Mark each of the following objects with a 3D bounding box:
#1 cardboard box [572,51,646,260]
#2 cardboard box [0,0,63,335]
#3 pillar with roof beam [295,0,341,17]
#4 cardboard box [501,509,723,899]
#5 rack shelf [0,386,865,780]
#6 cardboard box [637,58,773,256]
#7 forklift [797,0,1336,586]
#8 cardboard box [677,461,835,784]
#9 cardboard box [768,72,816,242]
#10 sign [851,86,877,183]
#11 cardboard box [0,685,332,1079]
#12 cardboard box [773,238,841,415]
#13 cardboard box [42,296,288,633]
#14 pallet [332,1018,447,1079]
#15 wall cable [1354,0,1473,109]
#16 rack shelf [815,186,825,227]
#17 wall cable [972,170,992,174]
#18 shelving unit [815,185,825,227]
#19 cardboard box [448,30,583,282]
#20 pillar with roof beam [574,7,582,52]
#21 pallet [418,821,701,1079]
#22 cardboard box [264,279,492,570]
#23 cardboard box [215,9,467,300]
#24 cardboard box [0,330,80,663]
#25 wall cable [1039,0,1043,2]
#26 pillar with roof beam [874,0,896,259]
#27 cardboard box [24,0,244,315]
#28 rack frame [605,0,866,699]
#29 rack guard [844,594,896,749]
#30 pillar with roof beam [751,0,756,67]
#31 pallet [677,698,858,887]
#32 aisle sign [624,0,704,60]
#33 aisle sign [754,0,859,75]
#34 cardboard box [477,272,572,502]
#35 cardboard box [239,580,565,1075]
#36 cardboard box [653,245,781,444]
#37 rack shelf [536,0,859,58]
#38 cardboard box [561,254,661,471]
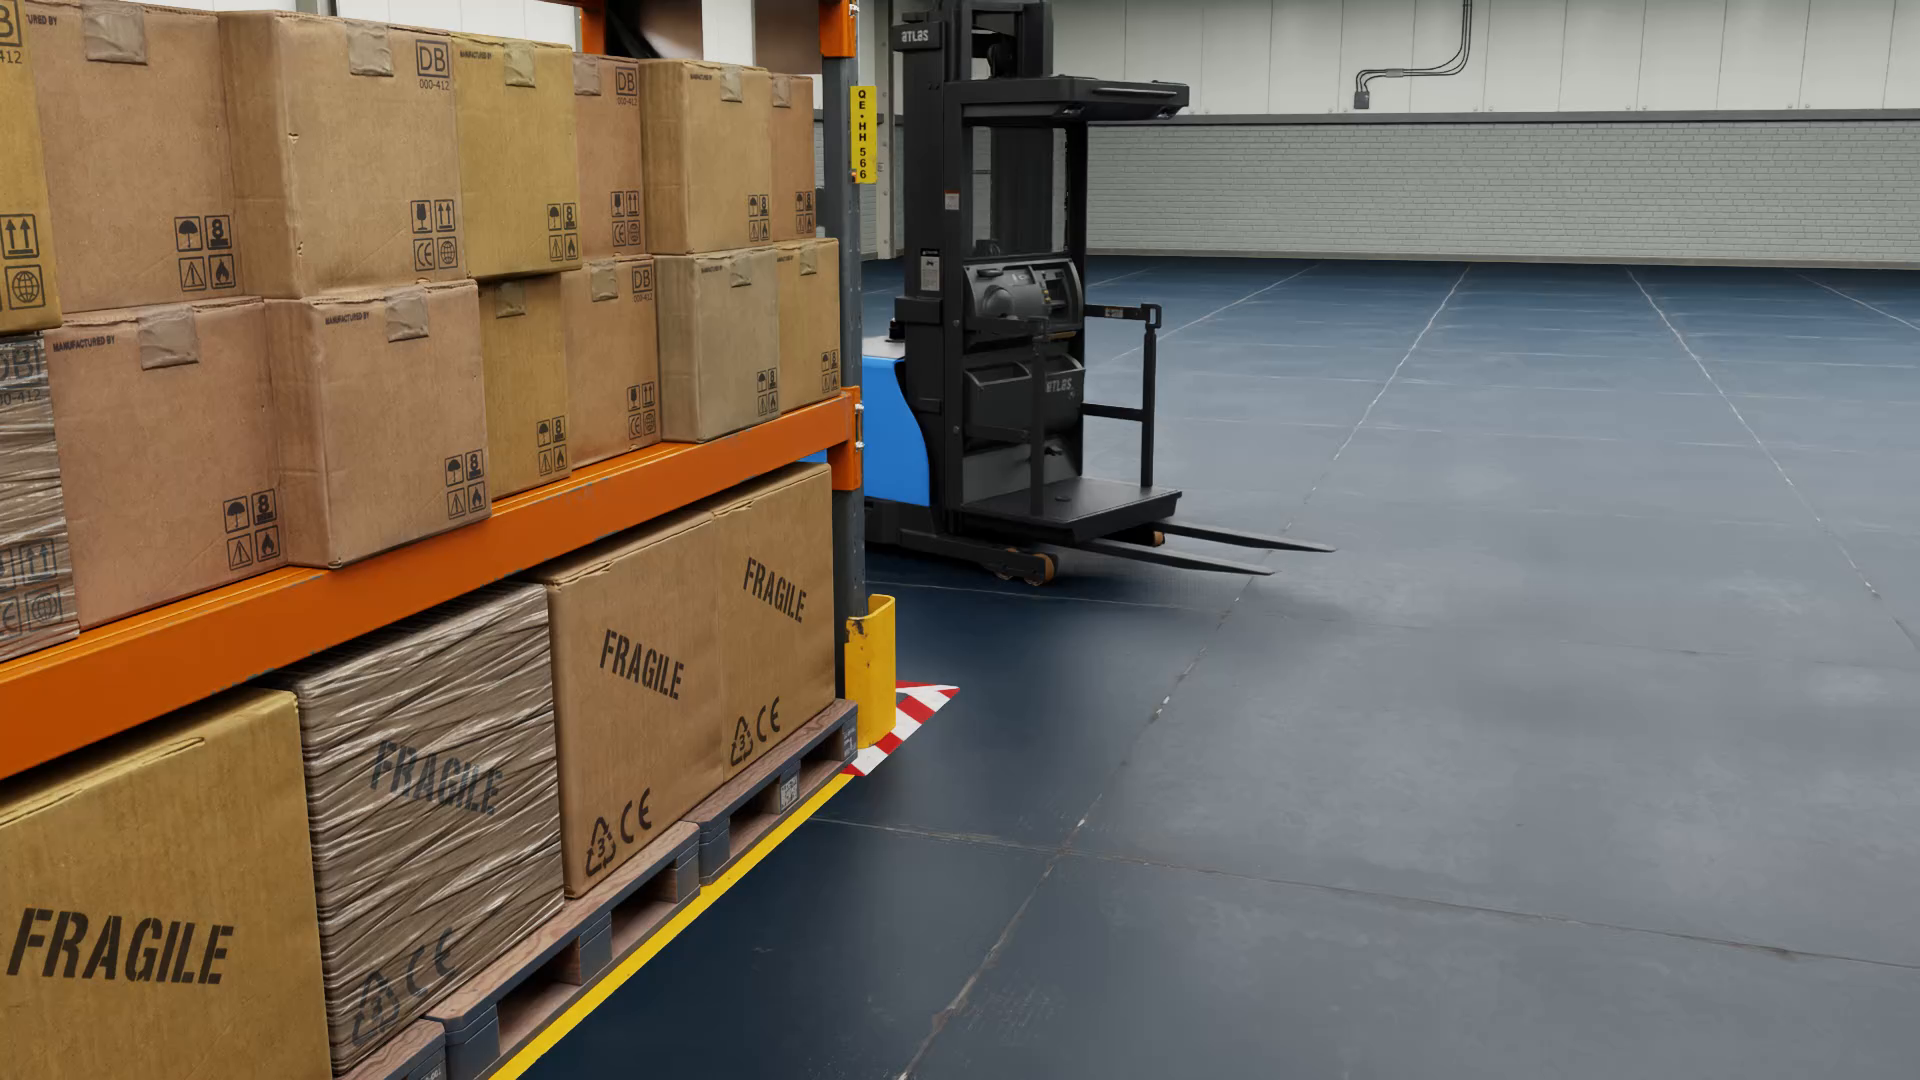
[{"bbox_3d":[-1.401,-1.055,4.607,0.875,0.550,0.550,4,14,18],"label":"cardboard box"},{"bbox_3d":[-1.986,-0.594,2.587,0.875,0.550,0.550,4,14,18],"label":"cardboard box"},{"bbox_3d":[-3.380,-6.513,17.801,9.100,9.000,0.400,4,14,18],"label":"pillar with roof beam"},{"bbox_3d":[-1.284,0.402,4.815,0.875,0.875,0.875,4,13,18],"label":"cardboard box"},{"bbox_3d":[-1.491,0.010,4.319,1.077,0.370,4.000,4,14,18],"label":"rack shelf"},{"bbox_3d":[-1.091,-1.163,5.081,0.875,0.550,0.550,4,14,18],"label":"cardboard box"},{"bbox_3d":[0.505,-1.326,8.712,3.031,2.935,1.130,11,17,39],"label":"forklift"},{"bbox_3d":[-1.001,0.217,5.627,0.875,0.875,0.875,4,14,19],"label":"cardboard box"},{"bbox_3d":[-1.001,-1.286,5.617,0.875,0.550,0.550,4,14,18],"label":"cardboard box"},{"bbox_3d":[-0.335,-1.400,5.745,0.100,0.325,0.005,4,14,18],"label":"sign"},{"bbox_3d":[-1.869,0.784,3.142,0.875,0.875,0.875,5,14,19],"label":"cardboard box"},{"bbox_3d":[-0.921,-0.753,5.711,0.875,0.550,0.550,4,14,18],"label":"cardboard box"},{"bbox_3d":[-1.874,-0.189,3.236,0.875,0.550,0.550,4,14,18],"label":"cardboard box"},{"bbox_3d":[-1.818,1.286,3.381,1.003,0.211,1.213,4,14,18],"label":"pallet"},{"bbox_3d":[9.552,-12.109,34.676,2.305,6.003,0.169,4,14,18],"label":"wall cable"},{"bbox_3d":[-0.947,-1.823,9.660,0.431,0.518,0.480,9,16,38],"label":"rack shelf"},{"bbox_3d":[0.575,-9.624,38.410,3.097,2.526,0.112,4,14,18],"label":"wall cable"},{"bbox_3d":[-0.941,-1.153,9.807,0.431,2.100,0.503,9,16,38],"label":"shelving unit"},{"bbox_3d":[-1.450,-0.934,4.077,0.875,0.550,0.500,4,14,18],"label":"cardboard box"},{"bbox_3d":[-1.439,-7.776,23.336,9.100,9.000,0.400,4,14,18],"label":"pillar with roof beam"},{"bbox_3d":[-1.425,1.028,4.510,1.003,0.211,1.213,4,14,18],"label":"pallet"},{"bbox_3d":[-1.588,-0.294,3.697,0.875,0.550,0.550,4,14,18],"label":"cardboard box"},{"bbox_3d":[-1.614,-0.822,3.586,0.875,0.550,0.550,4,14,18],"label":"cardboard box"},{"bbox_3d":[-2.030,-0.071,2.722,0.875,0.550,0.550,4,14,18],"label":"cardboard box"},{"bbox_3d":[3.134,-11.892,36.994,3.097,2.526,0.112,4,14,18],"label":"wall cable"},{"bbox_3d":[2.444,-10.303,34.406,9.100,9.000,0.400,4,14,18],"label":"pillar with roof beam"},{"bbox_3d":[-1.918,-0.718,3.131,0.875,0.550,0.550,4,14,18],"label":"cardboard box"},{"bbox_3d":[-0.844,-0.762,6.084,1.000,3.000,0.127,4,14,18],"label":"rack frame"},{"bbox_3d":[-0.836,0.452,6.384,1.175,0.500,0.348,4,14,18],"label":"rack guard"},{"bbox_3d":[0.502,-9.040,28.871,9.100,9.000,0.400,4,14,18],"label":"pillar with roof beam"},{"bbox_3d":[-1.029,0.772,5.632,1.003,0.211,1.213,4,14,18],"label":"pallet"},{"bbox_3d":[-1.105,-2.066,5.955,0.394,0.787,0.004,4,14,18],"label":"aisle sign"},{"bbox_3d":[-0.537,-2.022,5.766,0.394,0.787,0.004,4,14,18],"label":"aisle sign"},{"bbox_3d":[-1.511,-0.413,4.218,0.875,0.550,0.500,4,14,18],"label":"cardboard box"},{"bbox_3d":[-1.581,0.594,3.975,0.875,0.875,0.875,4,14,19],"label":"cardboard box"},{"bbox_3d":[-1.079,-0.636,5.197,0.875,0.550,0.550,4,14,18],"label":"cardboard box"},{"bbox_3d":[-1.491,-1.452,3.985,1.077,0.370,4.000,4,14,18],"label":"rack shelf"},{"bbox_3d":[-1.379,-0.527,4.720,0.875,0.550,0.550,4,14,18],"label":"cardboard box"}]
